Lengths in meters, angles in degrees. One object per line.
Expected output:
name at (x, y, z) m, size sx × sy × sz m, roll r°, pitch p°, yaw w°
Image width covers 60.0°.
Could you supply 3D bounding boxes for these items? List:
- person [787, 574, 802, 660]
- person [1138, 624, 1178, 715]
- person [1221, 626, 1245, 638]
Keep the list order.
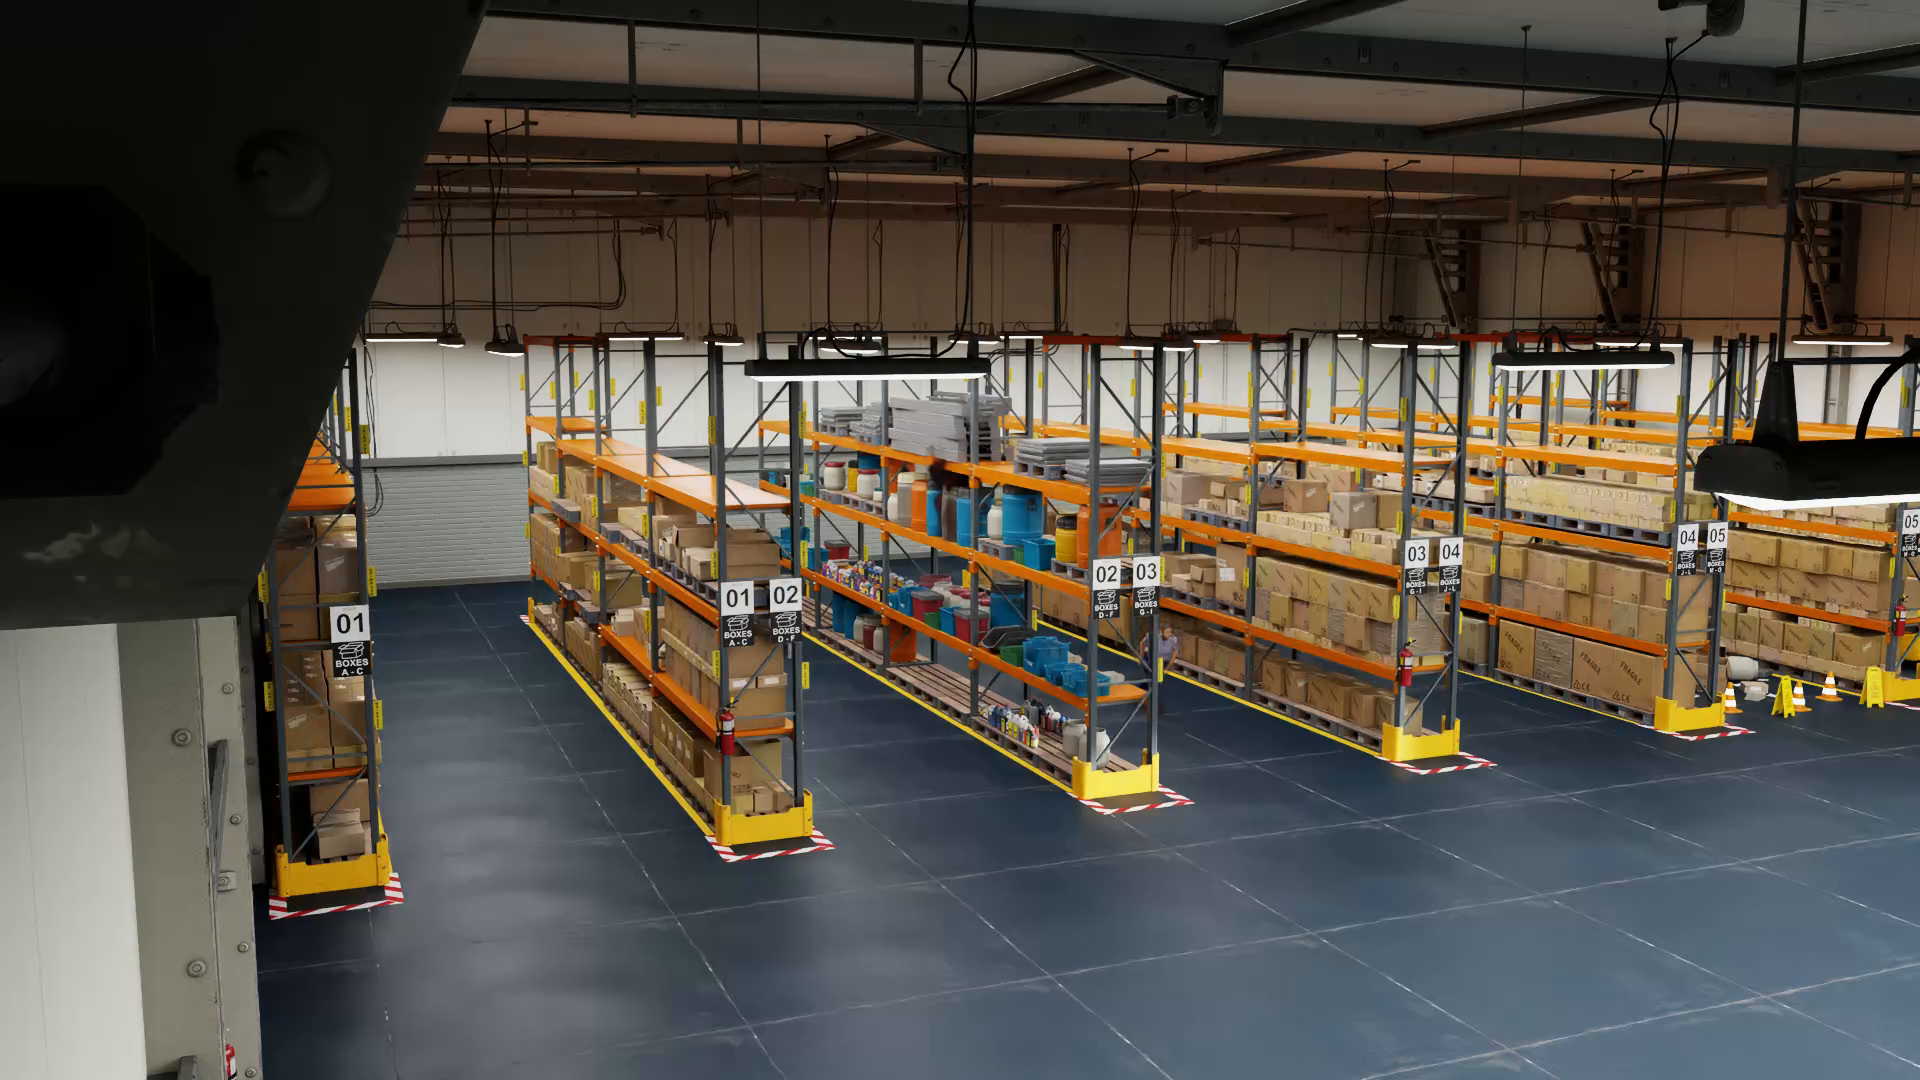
person at (-3.302, 1.390, 31.401) m, size 0.652 × 1.631 × 0.984 m, roll -4°, pitch 9°, yaw -27°
person at (3.159, 2.034, 27.024) m, size 0.598 × 1.513 × 1.020 m, roll -3°, pitch 8°, yaw -21°
person at (5.377, 1.217, 31.974) m, size 0.748 × 1.743 × 0.722 m, roll -2°, pitch 8°, yaw -18°
